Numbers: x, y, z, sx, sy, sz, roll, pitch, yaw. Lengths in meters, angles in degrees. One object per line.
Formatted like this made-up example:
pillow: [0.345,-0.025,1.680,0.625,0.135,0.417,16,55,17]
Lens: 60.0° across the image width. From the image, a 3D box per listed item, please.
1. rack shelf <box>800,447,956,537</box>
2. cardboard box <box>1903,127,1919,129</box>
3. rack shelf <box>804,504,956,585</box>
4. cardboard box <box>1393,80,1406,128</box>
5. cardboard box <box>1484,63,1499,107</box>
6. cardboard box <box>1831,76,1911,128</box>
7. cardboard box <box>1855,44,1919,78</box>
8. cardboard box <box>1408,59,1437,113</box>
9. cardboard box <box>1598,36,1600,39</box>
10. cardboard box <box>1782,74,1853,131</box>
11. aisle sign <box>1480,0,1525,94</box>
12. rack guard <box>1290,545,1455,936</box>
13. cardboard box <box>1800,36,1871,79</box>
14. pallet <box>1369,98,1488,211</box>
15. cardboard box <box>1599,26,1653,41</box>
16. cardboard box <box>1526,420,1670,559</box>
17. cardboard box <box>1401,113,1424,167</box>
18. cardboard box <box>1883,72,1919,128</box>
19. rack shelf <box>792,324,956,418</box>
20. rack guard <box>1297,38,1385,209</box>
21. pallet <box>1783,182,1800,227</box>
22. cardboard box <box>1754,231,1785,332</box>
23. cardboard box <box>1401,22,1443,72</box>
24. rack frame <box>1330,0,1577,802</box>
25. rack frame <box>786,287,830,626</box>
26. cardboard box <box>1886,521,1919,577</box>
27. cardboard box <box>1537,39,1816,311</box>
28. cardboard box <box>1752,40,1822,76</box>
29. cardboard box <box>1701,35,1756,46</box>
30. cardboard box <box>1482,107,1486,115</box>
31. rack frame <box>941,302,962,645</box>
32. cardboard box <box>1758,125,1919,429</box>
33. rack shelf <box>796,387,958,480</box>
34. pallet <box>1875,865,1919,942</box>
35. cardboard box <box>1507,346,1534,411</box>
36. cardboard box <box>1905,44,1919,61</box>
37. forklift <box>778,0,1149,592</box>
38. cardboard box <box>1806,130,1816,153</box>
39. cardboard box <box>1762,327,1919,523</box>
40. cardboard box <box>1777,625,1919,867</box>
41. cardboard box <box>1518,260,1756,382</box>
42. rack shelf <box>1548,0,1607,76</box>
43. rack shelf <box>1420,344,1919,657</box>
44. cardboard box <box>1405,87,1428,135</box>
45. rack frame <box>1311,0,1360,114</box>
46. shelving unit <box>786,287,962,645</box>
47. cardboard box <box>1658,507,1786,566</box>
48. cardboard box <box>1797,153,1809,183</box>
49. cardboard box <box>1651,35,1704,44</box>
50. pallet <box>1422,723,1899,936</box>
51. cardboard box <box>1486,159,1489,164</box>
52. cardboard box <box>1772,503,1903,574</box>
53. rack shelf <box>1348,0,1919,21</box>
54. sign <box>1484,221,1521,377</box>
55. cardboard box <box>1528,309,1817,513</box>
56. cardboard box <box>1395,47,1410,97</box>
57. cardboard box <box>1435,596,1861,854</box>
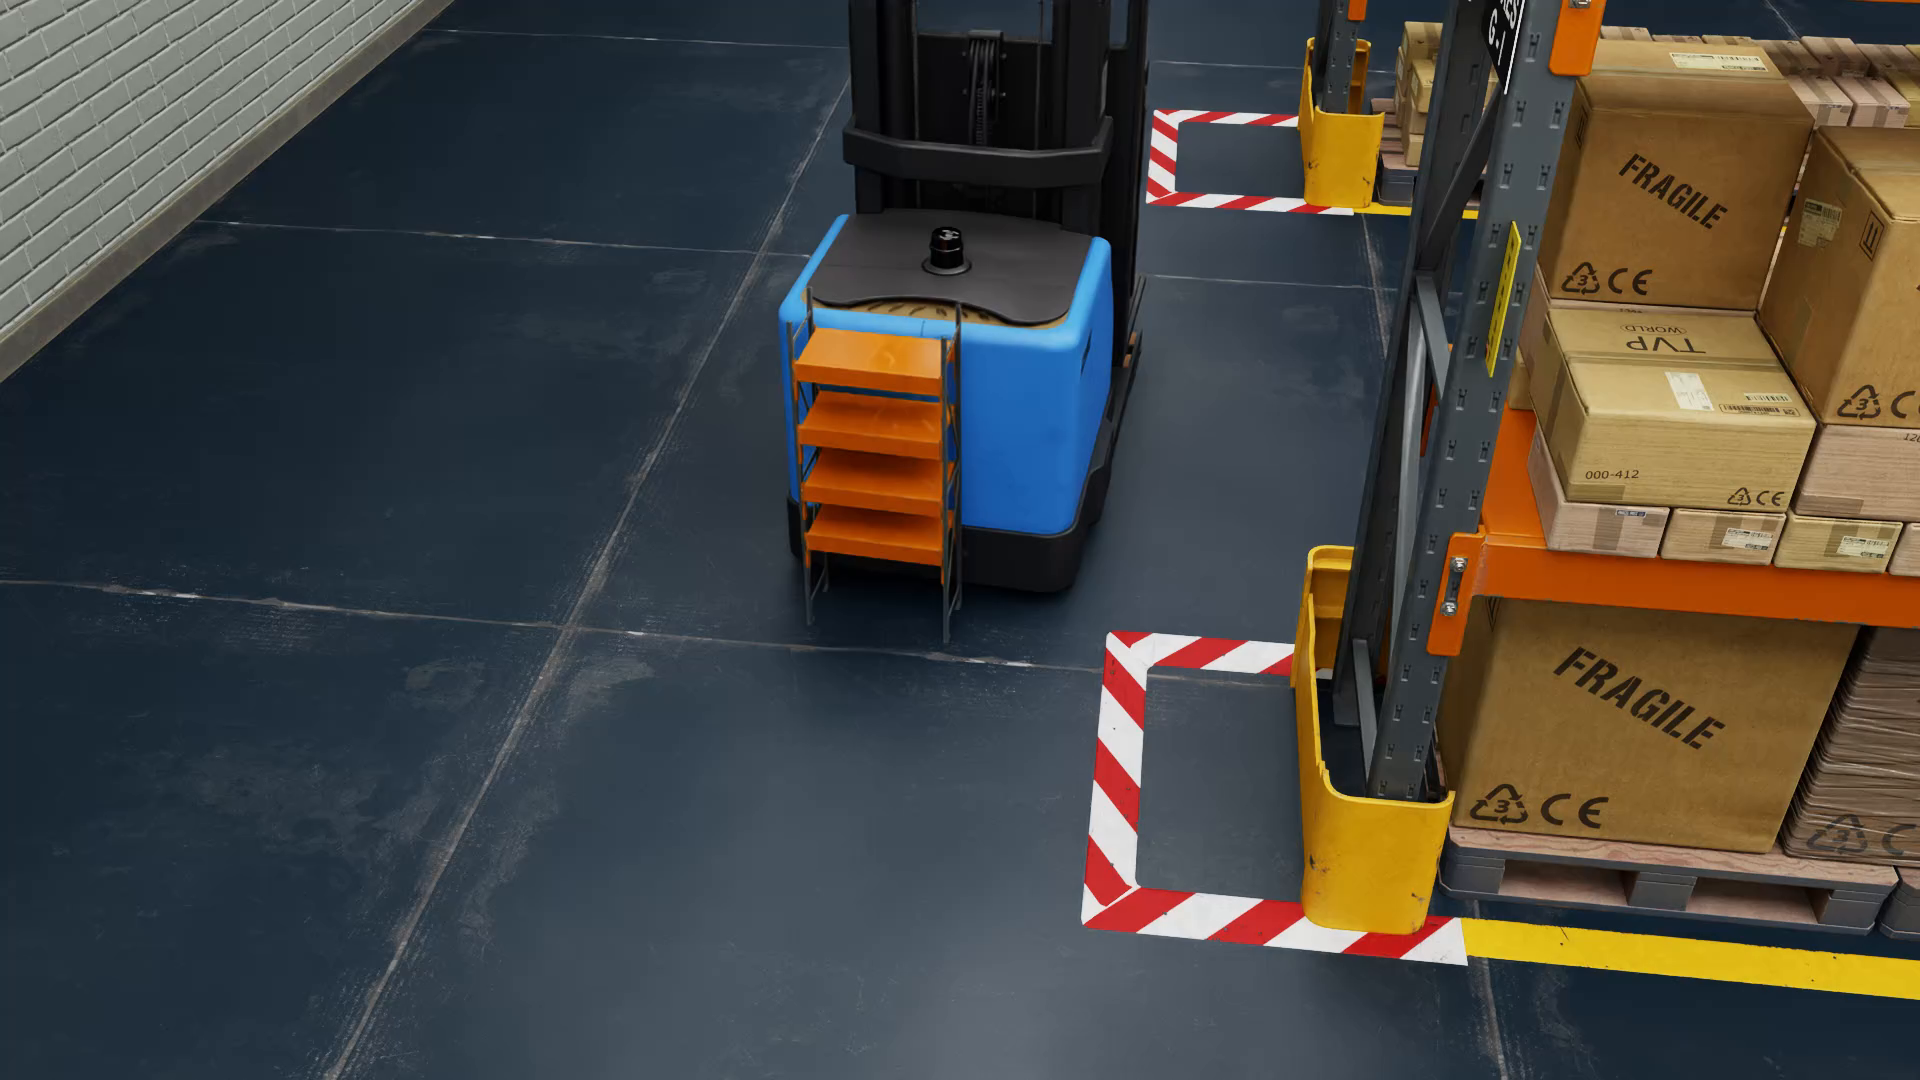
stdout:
rack shelf: [-0.265,-0.169,5.569,0.480,0.148,0.258,7,37,10]
cardboard box: [4.815,-2.073,8.409,0.250,0.149,0.380,5,36,6]
rack shelf: [-0.264,-0.009,5.685,0.480,0.148,0.258,7,37,10]
cardboard box: [2.523,-2.392,9.112,0.250,0.149,0.380,5,36,7]
cardboard box: [2.739,-2.367,8.565,0.250,0.149,0.380,5,36,7]
cardboard box: [4.522,-2.174,8.295,0.250,0.149,0.380,3,36,4]
cardboard box: [4.842,-2.453,8.685,0.250,0.149,0.380,3,36,5]
cardboard box: [2.451,-2.318,8.496,0.250,0.149,0.380,3,36,4]
cardboard box: [3.295,-2.606,8.900,0.250,0.149,0.380,3,36,4]
cardboard box: [4.253,-2.187,8.313,0.250,0.149,0.380,3,36,4]
aisle sign: [1.133,-1.340,3.308,0.004,0.787,0.394,4,36,6]
rack guard: [1.218,0.566,5.026,0.348,0.500,1.175,4,36,6]
cardboard box: [4.600,-2.518,8.777,0.250,0.149,0.380,5,36,7]
pallet: [2.851,-2.079,8.981,1.213,0.211,1.003,4,36,6]
cardboard box: [3.569,-2.618,8.917,0.250,0.149,0.380,6,36,8]
cardboard box: [1.552,-0.131,4.067,0.250,0.149,0.380,5,36,6]
cardboard box: [2.453,-2.087,8.685,0.250,0.149,0.380,5,36,7]
cardboard box: [4.802,-2.207,8.341,0.250,0.149,0.380,5,36,7]
rack shelf: [-0.265,-0.542,5.299,0.480,0.148,0.258,7,37,10]
rack guard: [2.050,-2.277,9.010,0.348,0.500,1.175,4,36,6]
pallet: [4.058,-1.987,8.853,1.213,0.211,1.003,4,36,6]
cardboard box: [2.260,-0.589,4.366,0.500,0.250,0.500,4,36,5]
cardboard box: [2.532,-2.659,8.975,0.250,0.149,0.380,5,36,7]
rack frame: [1.242,-0.450,4.298,0.127,3.000,1.000,4,36,6]
rack frame: [-0.503,-0.253,5.570,0.015,1.200,0.240,7,37,10]
cardboard box: [2.320,-0.075,3.990,0.250,0.149,0.380,4,36,5]
cardboard box: [1.759,-0.930,4.199,0.500,0.500,0.500,5,36,7]
cardboard box: [4.319,-2.491,8.739,0.250,0.149,0.380,3,36,4]
cardboard box: [4.080,-2.532,8.796,0.250,0.149,0.380,4,36,6]
cardboard box: [2.726,-2.192,8.576,0.250,0.149,0.380,4,36,6]
rack frame: [-0.026,-0.195,5.488,0.015,1.200,0.240,7,37,10]
cardboard box: [2.180,-0.587,3.717,0.500,0.500,0.500,3,36,5]
rack shelf: [-0.265,-0.351,5.437,0.480,0.148,0.258,7,37,10]
pallet: [3.252,0.791,4.960,1.213,0.211,1.003,4,36,6]
cardboard box: [1.637,-0.511,4.600,0.250,0.149,0.380,5,36,7]
cardboard box: [5.104,-2.446,8.676,0.250,0.149,0.380,4,36,5]
forklift: [0.185,-1.861,6.334,1.130,2.935,3.031,7,36,10]
cardboard box: [4.296,-2.112,8.464,0.250,0.149,0.380,3,36,4]
cardboard box: [2.200,-0.284,3.939,0.500,0.250,0.500,4,36,5]
cardboard box: [2.790,0.313,4.697,0.875,0.875,0.875,4,36,6]
cardboard box: [1.757,-0.627,4.419,0.500,0.250,0.500,4,36,5]
rack shelf: [3.226,-1.230,3.428,4.000,0.370,1.077,4,36,6]
rack shelf: [3.226,-0.009,4.299,4.000,0.370,1.077,4,36,6]
cardboard box: [2.461,-2.245,8.650,0.250,0.149,0.380,6,36,8]
rack frame: [1.974,-3.300,8.292,0.127,3.000,1.000,4,36,6]
shelving unit: [-0.265,-0.224,5.529,0.503,1.200,0.258,7,37,10]
cardboard box: [1.807,-0.113,4.042,0.250,0.149,0.380,4,36,5]
cardboard box: [4.233,-1.982,8.537,0.250,0.149,0.380,5,36,7]
cardboard box: [3.816,-2.535,8.800,0.250,0.149,0.380,3,36,4]
pallet: [2.045,0.700,5.088,1.213,0.211,1.003,4,36,6]
cardboard box: [2.723,-2.115,8.724,0.250,0.149,0.380,4,36,6]
cardboard box: [2.061,-0.094,4.016,0.250,0.149,0.380,3,36,5]
rack shelf: [3.958,-2.859,8.293,4.000,0.370,1.077,4,36,6]
sign: [1.166,-0.515,3.576,0.005,0.325,0.100,4,36,6]
cardboard box: [1.684,-0.318,3.987,0.500,0.250,0.500,3,36,5]
cardboard box: [2.534,-2.557,9.087,0.250,0.149,0.380,3,36,5]
cardboard box: [1.887,0.246,4.791,0.875,0.875,0.875,4,36,6]
